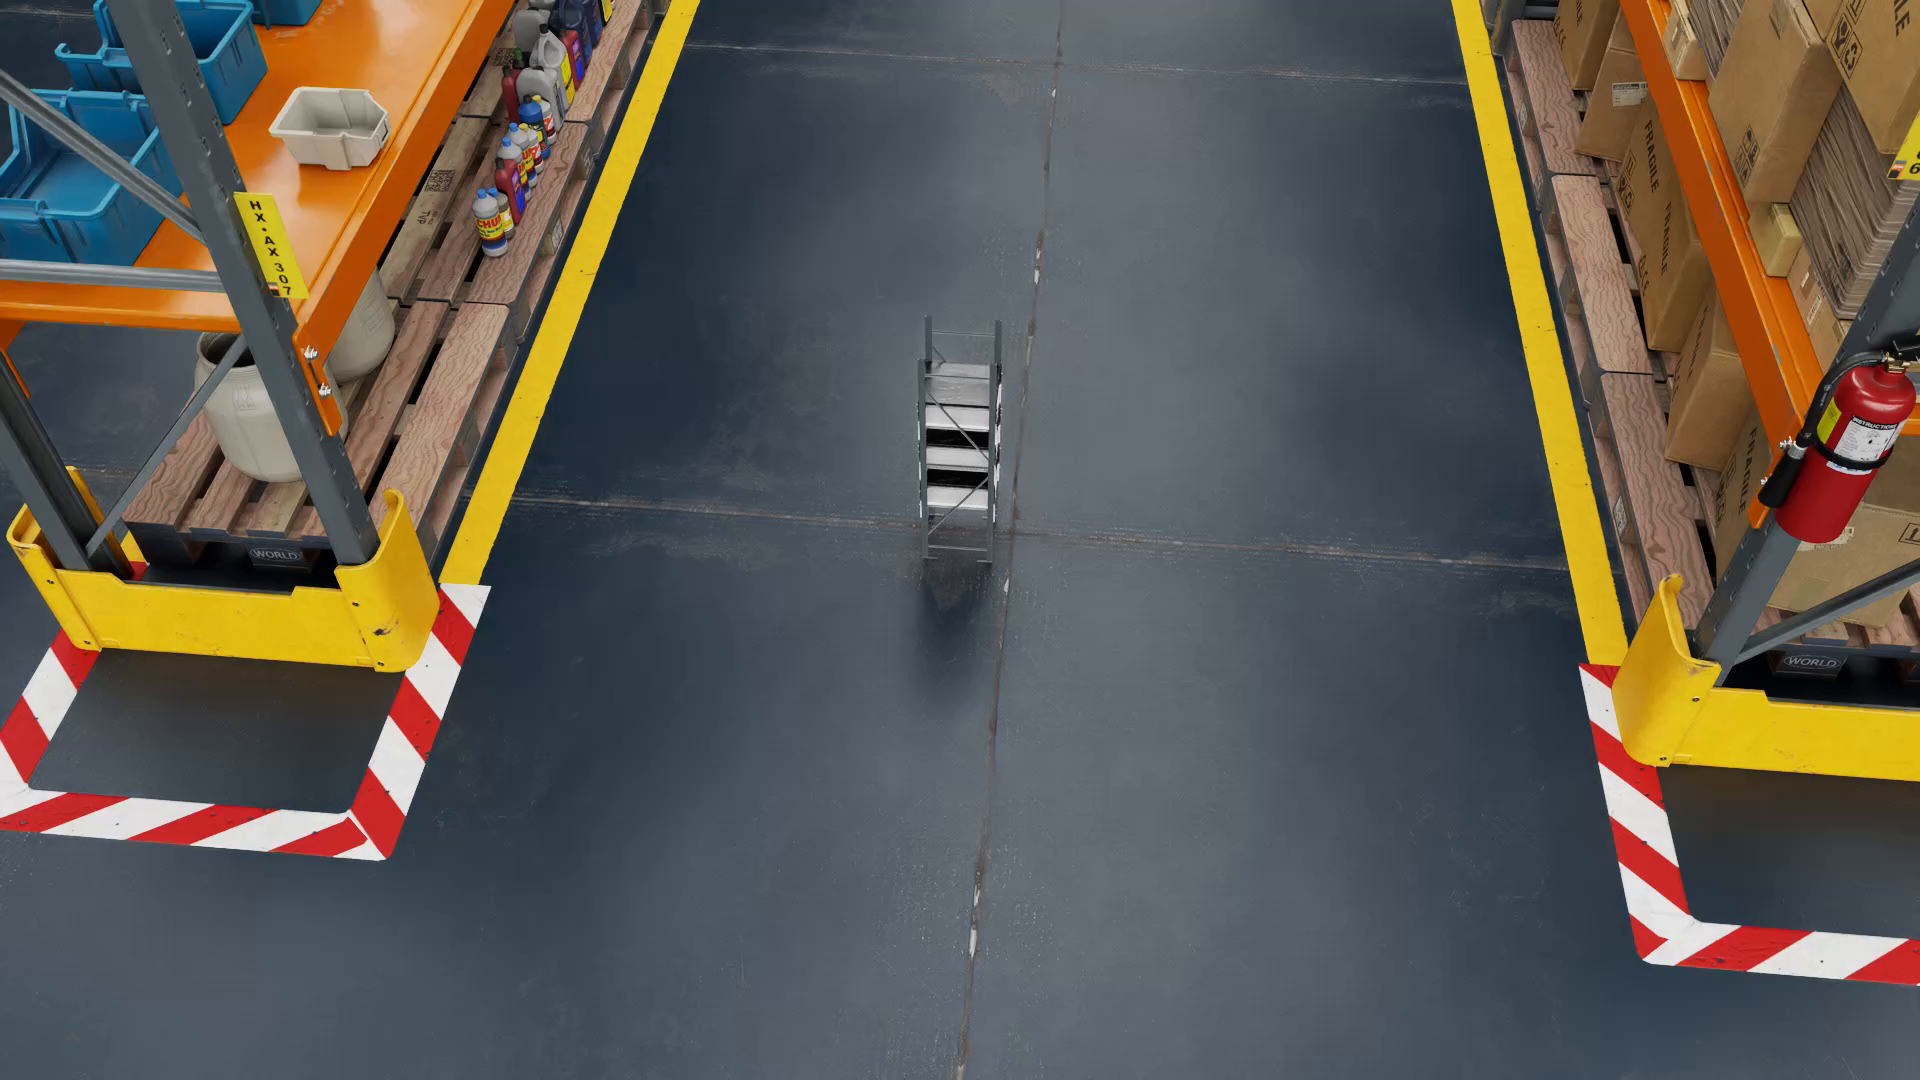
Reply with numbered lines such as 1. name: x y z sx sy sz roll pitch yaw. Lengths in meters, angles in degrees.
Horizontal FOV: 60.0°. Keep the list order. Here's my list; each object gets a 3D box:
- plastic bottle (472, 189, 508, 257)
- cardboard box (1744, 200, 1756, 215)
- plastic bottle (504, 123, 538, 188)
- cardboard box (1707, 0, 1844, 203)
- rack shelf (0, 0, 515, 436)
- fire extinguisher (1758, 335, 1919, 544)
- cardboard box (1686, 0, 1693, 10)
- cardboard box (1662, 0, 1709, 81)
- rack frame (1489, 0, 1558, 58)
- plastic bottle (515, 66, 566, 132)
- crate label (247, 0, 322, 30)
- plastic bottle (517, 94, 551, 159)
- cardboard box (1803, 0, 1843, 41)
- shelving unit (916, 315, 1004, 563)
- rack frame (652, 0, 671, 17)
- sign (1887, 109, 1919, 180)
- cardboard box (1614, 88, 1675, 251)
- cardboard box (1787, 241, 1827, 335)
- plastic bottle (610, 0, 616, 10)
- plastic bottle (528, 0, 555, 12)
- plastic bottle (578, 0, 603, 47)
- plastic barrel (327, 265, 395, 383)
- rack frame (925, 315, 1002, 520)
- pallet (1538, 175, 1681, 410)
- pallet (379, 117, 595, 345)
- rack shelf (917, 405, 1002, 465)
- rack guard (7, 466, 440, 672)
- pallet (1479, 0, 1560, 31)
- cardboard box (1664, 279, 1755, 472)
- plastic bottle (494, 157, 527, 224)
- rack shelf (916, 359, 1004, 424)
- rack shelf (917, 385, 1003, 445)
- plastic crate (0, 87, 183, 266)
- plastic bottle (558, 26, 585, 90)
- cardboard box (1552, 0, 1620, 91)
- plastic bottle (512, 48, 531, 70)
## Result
1. plastic bottle: -1.812 -1.228 6.391 0.097 0.271 0.097 0 48 0
2. cardboard box: 2.499 -1.048 4.846 0.380 0.149 0.250 4 48 4
3. plastic bottle: -1.771 -1.553 6.689 0.097 0.271 0.097 0 48 0
4. cardboard box: 2.649 -1.268 4.607 0.875 0.500 0.500 4 48 4
5. rack shelf: -2.105 -1.916 5.957 1.077 0.370 4.000 4 48 4
6. fire extinguisher: 2.176 -0.277 4.023 0.296 0.674 0.183 4 48 4
7. cardboard box: 2.794 -1.999 5.276 0.875 0.500 0.500 4 48 4
8. cardboard box: 2.498 -1.604 5.354 0.380 0.149 0.250 4 48 4
9. rack frame: 3.010 -3.295 6.731 1.000 3.000 0.127 4 48 4
10. plastic bottle: -1.760 -1.867 6.973 0.152 0.276 0.135 5 48 4
11. crate label: -2.389 -2.072 5.588 0.502 0.435 0.616 4 48 4
12. plastic bottle: -1.753 -1.702 6.825 0.097 0.271 0.097 0 48 0
13. cardboard box: 2.489 -1.616 4.248 0.500 0.500 0.500 4 48 4
14. shelving unit: 0.001 -0.310 5.423 0.258 0.900 0.210 4 48 4
15. rack frame: -1.923 -3.628 7.036 1.000 3.000 0.127 4 48 4
16. sign: 2.094 -0.905 3.546 0.100 0.325 0.005 4 48 4
17. cardboard box: 2.910 -1.419 6.425 0.500 0.500 0.500 0 48 0
18. cardboard box: 2.489 -0.678 4.508 0.380 0.149 0.250 4 48 4
19. plastic bottle: -1.645 -2.545 7.643 0.097 0.201 0.097 0 48 0
20. plastic bottle: -1.838 -2.400 7.409 0.144 0.351 0.185 4 48 4
21. plastic bottle: -1.694 -2.390 7.400 0.144 0.351 0.185 3 48 2
22. plastic barrel: -2.258 -0.848 5.894 0.421 0.512 0.421 0 48 0
23. rack frame: 0.010 -0.384 5.492 0.240 0.900 0.006 4 48 4
24. pallet: 2.875 -0.959 6.484 1.003 0.211 1.213 4 48 4
25. pallet: -2.134 -1.297 6.794 1.003 0.211 1.213 4 48 4
26. rack shelf: 0.001 -0.348 5.382 0.258 0.077 0.200 4 48 4
27. rack guard: -2.327 0.096 5.324 1.175 0.500 0.348 4 48 4
28. pallet: 3.079 -2.926 8.283 1.003 0.211 1.213 4 48 4
29. cardboard box: 2.739 -0.553 5.633 0.500 0.500 0.500 15 49 14
30. plastic bottle: -1.773 -1.397 6.538 0.061 0.283 0.133 5 48 4
31. rack shelf: 0.001 -0.469 5.249 0.258 0.077 0.200 4 48 4
32. rack shelf: 0.001 -0.409 5.315 0.258 0.077 0.200 4 48 4
33. plastic crate: -2.540 -1.027 4.757 0.499 0.251 0.616 4 48 4
34. plastic bottle: -1.685 -2.104 7.184 0.061 0.283 0.133 7 48 6
35. cardboard box: 2.933 -2.302 7.232 0.500 0.500 0.500 3 48 2
36. plastic bottle: -1.846 -1.977 7.068 0.061 0.283 0.133 4 48 4
